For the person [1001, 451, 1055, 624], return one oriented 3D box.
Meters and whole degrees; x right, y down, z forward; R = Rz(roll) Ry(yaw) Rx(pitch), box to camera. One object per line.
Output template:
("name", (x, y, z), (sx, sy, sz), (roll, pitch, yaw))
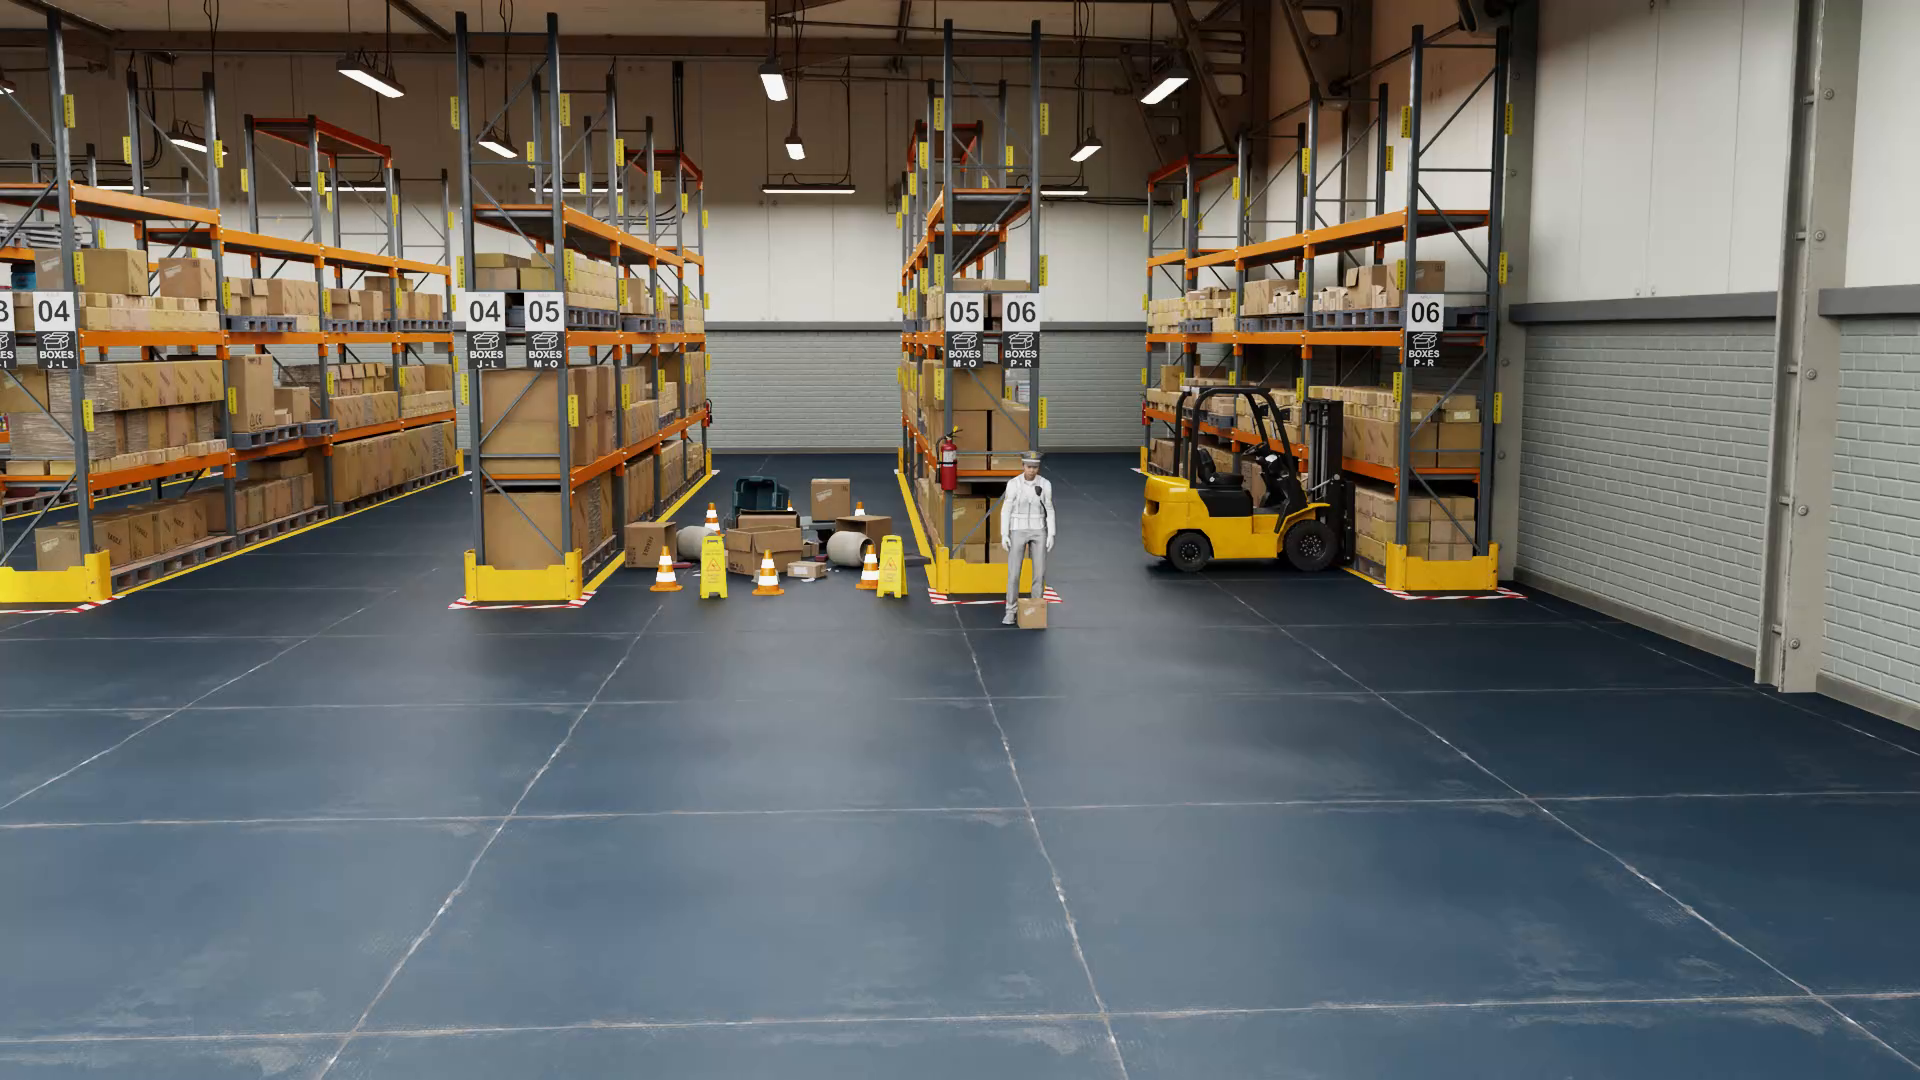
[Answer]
("person", (0.655, -0.031, 15.995), (0.527, 1.663, 0.376), (0, 7, -4))
